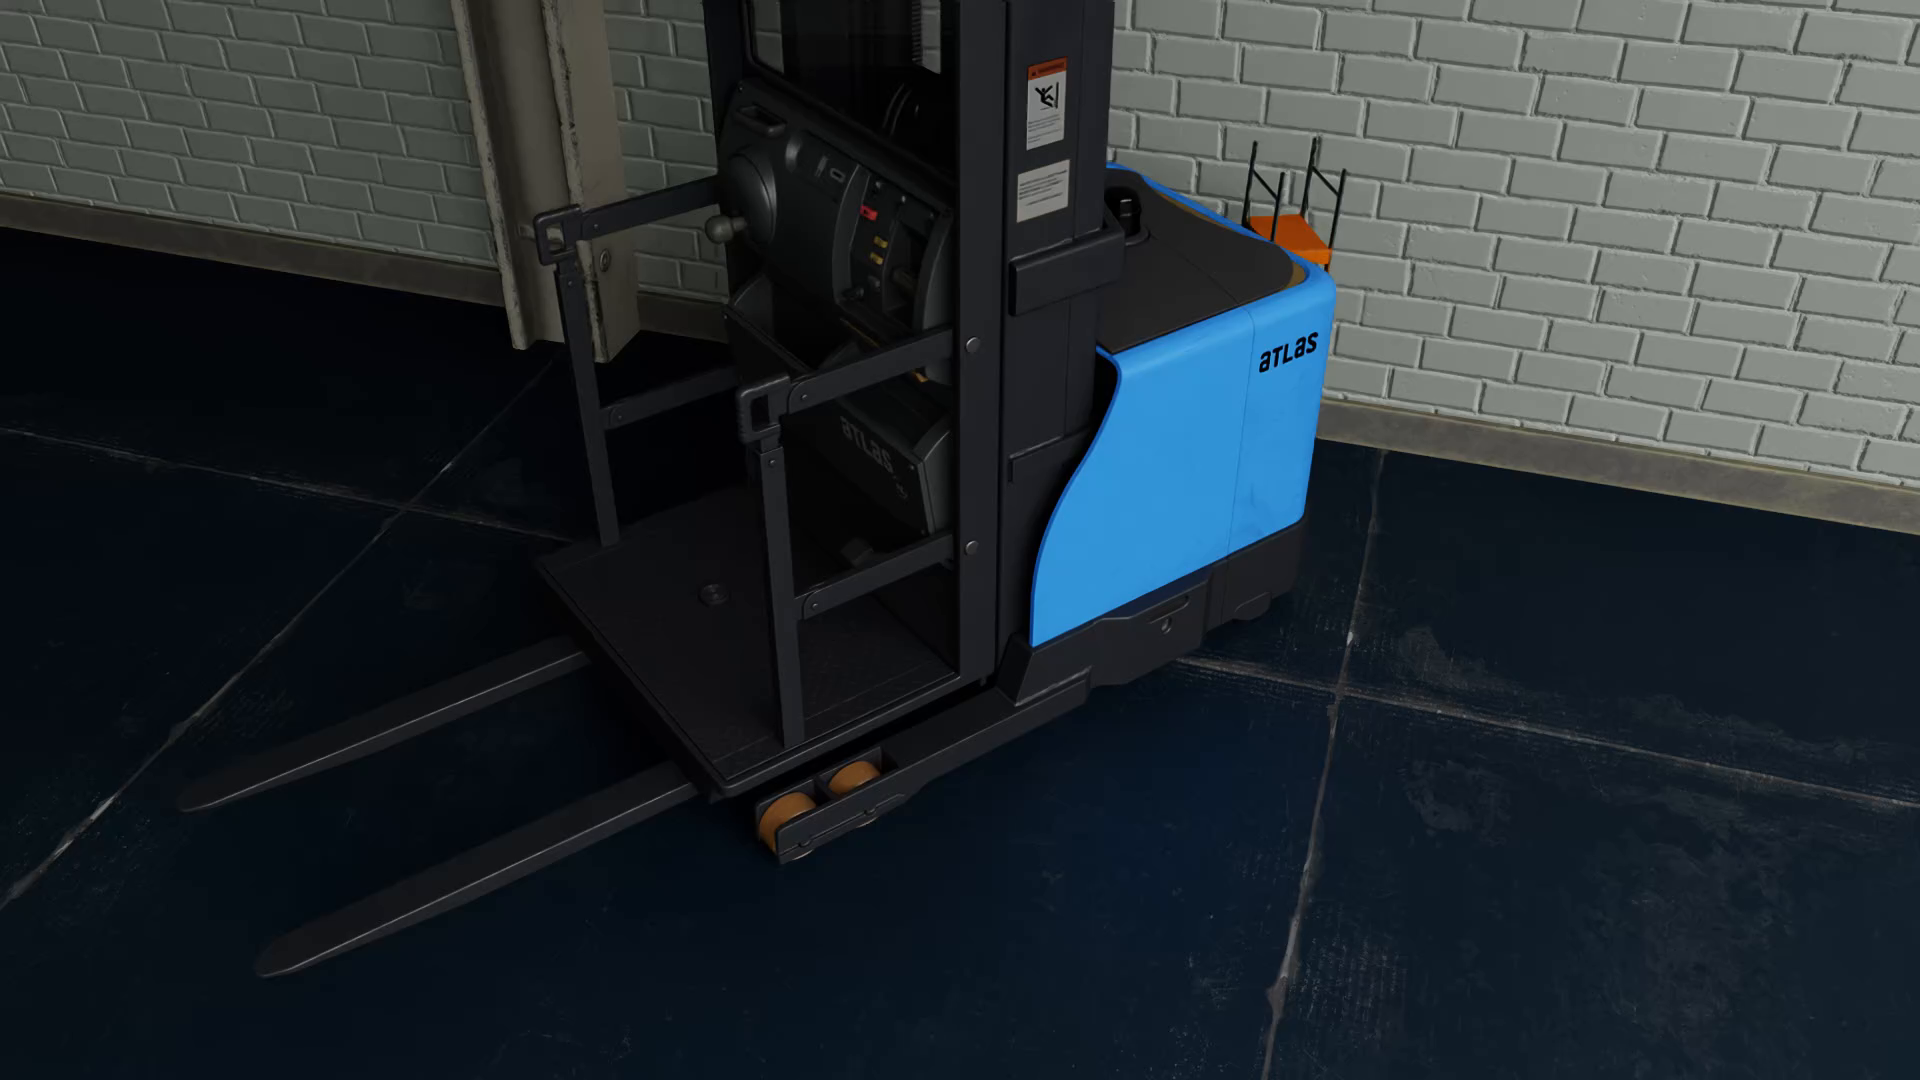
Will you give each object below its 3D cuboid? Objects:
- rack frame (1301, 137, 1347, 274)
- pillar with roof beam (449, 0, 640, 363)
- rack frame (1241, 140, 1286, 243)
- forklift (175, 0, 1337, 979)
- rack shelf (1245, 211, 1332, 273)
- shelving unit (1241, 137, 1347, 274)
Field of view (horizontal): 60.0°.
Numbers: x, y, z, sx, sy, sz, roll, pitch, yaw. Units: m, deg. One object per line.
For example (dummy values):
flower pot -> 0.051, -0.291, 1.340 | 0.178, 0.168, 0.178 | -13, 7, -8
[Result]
rack frame -> 1.027, -0.609, 5.066 | 0.006, 1.200, 0.240 | -5, 37, -11
pillar with roof beam -> -2.728, -1.961, 0.323 | 0.400, 9.000, 9.100 | 10, 38, 14
rack frame -> 0.848, -0.592, 5.031 | 0.006, 1.200, 0.240 | -5, 37, -11
forklift -> -0.477, -0.738, 3.780 | 3.031, 2.935, 1.130 | -23, 42, -28
rack shelf -> 0.949, -0.856, 4.863 | 0.180, 0.103, 0.258 | -5, 37, -11
shelving unit -> 0.938, -0.601, 5.048 | 0.189, 1.200, 0.258 | -5, 37, -11
